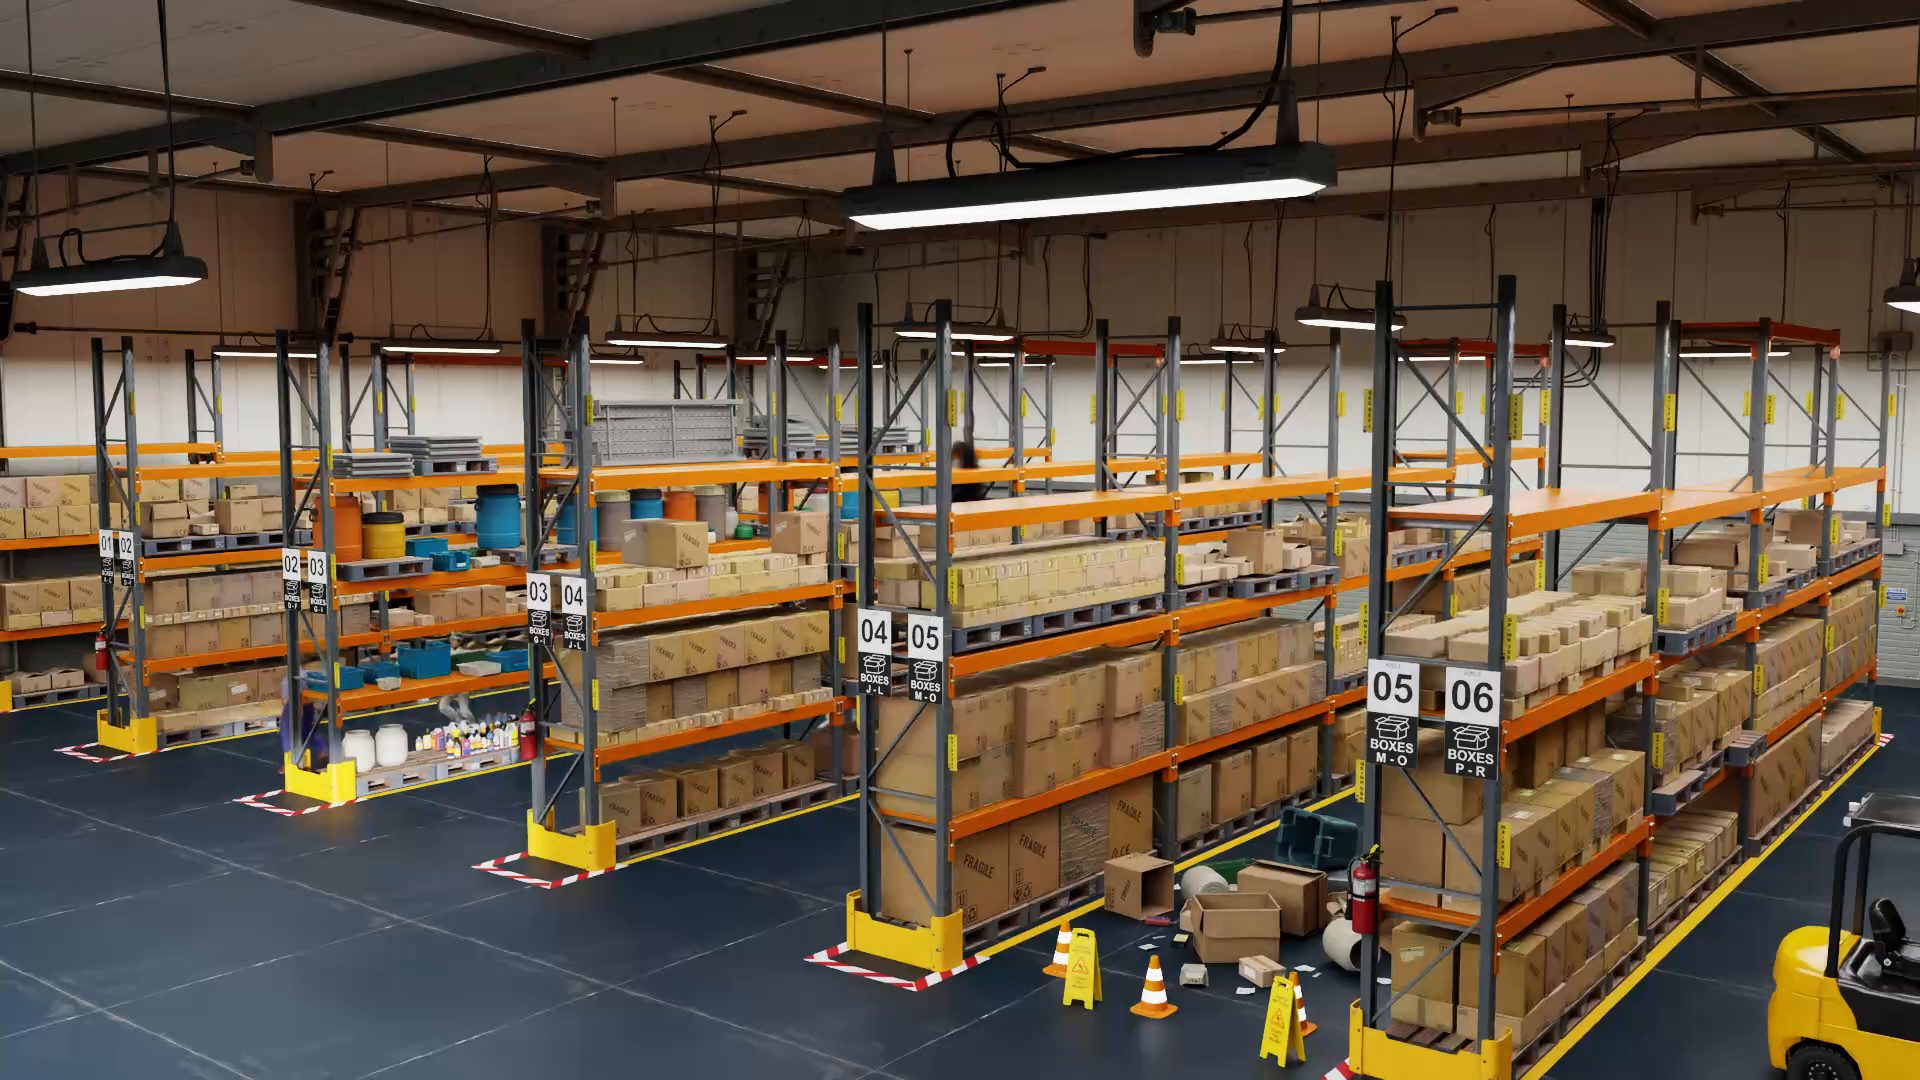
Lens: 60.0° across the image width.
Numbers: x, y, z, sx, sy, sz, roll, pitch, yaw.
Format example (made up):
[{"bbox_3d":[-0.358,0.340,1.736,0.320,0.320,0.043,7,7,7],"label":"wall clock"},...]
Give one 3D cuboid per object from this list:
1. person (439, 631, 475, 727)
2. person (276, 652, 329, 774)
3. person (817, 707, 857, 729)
[{"bbox_3d":[-7.529,2.169,24.849,0.583,1.635,0.700,3,6,31],"label":"person"},{"bbox_3d":[-9.123,2.356,22.988,0.622,1.660,0.790,2,6,26],"label":"person"},{"bbox_3d":[-1.758,1.852,24.515,0.716,1.793,0.862,4,7,40],"label":"person"}]
